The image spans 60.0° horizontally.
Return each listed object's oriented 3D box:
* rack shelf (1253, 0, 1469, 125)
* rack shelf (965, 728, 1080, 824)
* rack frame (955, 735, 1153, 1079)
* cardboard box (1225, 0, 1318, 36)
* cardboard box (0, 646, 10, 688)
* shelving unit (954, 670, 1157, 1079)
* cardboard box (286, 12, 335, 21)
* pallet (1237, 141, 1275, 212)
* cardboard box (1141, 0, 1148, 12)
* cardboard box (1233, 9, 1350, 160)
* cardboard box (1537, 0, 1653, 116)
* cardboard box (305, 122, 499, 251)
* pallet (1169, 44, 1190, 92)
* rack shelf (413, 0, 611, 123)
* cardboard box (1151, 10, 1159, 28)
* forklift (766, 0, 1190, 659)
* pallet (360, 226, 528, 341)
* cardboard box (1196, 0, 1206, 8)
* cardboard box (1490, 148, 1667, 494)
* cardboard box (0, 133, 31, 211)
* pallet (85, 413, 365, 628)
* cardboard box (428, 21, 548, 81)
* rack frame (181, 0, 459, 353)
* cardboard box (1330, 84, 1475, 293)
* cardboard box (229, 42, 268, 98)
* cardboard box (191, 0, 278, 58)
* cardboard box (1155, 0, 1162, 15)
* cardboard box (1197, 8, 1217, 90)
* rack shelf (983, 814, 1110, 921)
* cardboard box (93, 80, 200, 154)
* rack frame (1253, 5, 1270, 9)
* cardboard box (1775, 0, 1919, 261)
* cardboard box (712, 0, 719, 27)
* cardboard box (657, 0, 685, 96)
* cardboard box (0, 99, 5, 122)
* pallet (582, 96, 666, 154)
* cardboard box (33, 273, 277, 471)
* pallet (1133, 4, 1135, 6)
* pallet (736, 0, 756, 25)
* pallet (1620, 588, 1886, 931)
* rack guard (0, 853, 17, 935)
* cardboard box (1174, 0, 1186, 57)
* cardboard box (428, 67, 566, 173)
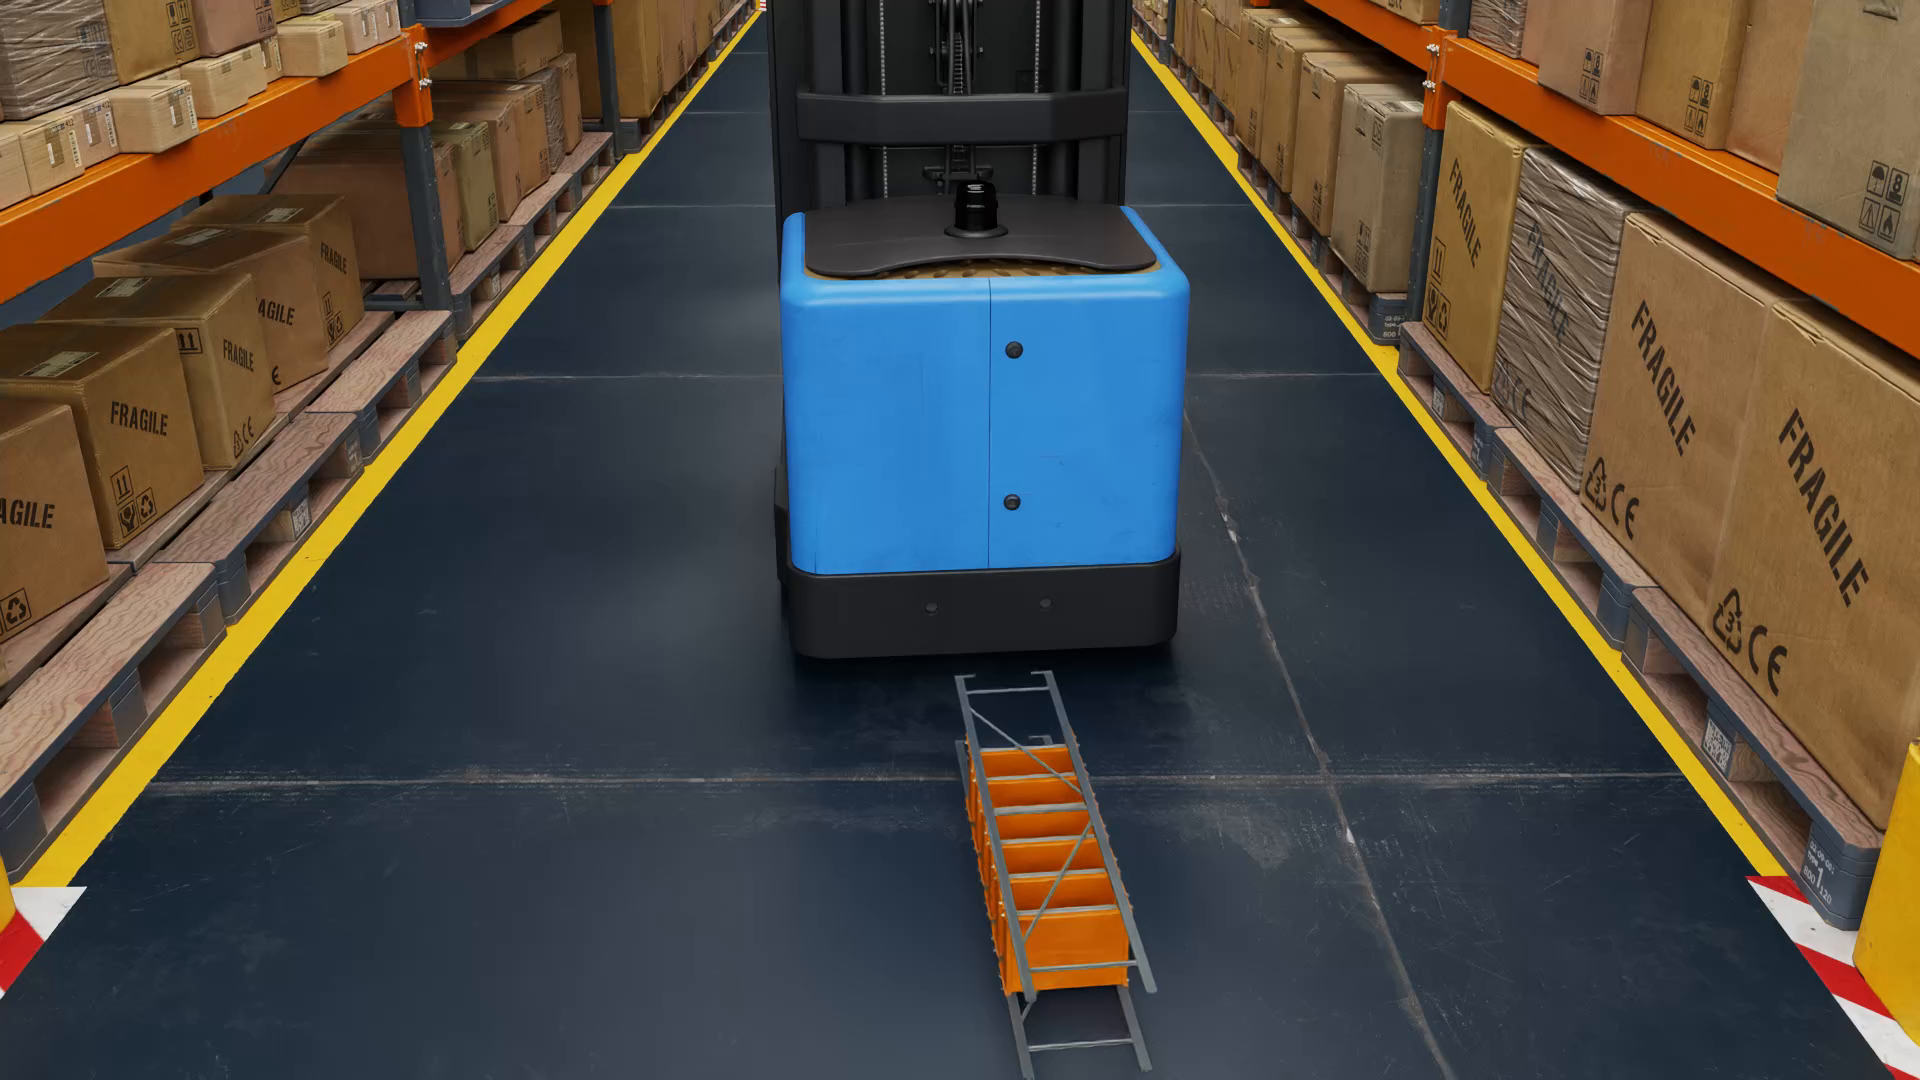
[{"bbox_3d":[2.323,-2.620,8.275,1.077,0.370,4.000,0,24,-1],"label":"rack shelf"},{"bbox_3d":[0.140,0.540,3.821,0.258,0.180,0.103,-3,24,-6],"label":"rack shelf"},{"bbox_3d":[0.171,0.740,3.601,0.240,0.006,1.200,-3,24,-6],"label":"rack frame"},{"bbox_3d":[2.031,-3.446,10.844,0.500,0.250,0.500,-1,24,-2],"label":"cardboard box"},{"bbox_3d":[-2.563,0.196,3.701,0.500,0.500,0.500,4,25,9],"label":"cardboard box"},{"bbox_3d":[0.171,0.656,3.564,0.258,0.189,1.200,-3,24,-6],"label":"shelving unit"},{"bbox_3d":[-2.384,-1.735,5.750,0.380,0.149,0.250,0,24,-1],"label":"cardboard box"},{"bbox_3d":[2.234,-2.176,9.805,1.003,0.211,1.213,0,24,-1],"label":"pallet"},{"bbox_3d":[1.930,-5.106,15.849,0.380,0.149,0.250,0,24,-1],"label":"cardboard box"},{"bbox_3d":[2.218,-2.687,9.771,1.050,0.750,0.750,-1,24,-1],"label":"cardboard box"},{"bbox_3d":[2.277,-1.590,4.944,0.875,0.550,0.550,0,24,-1],"label":"cardboard box"},{"bbox_3d":[-2.588,-1.654,7.767,0.700,0.500,0.500,0,24,-1],"label":"cardboard box"},{"bbox_3d":[2.267,-3.829,13.459,1.003,0.211,1.213,0,24,-1],"label":"pallet"},{"bbox_3d":[-2.638,-2.639,8.318,1.077,0.370,4.000,0,24,-1],"label":"rack shelf"},{"bbox_3d":[1.926,-4.688,14.926,0.380,0.149,0.250,-1,24,-2],"label":"cardboard box"},{"bbox_3d":[-0.053,-1.593,5.214,1.130,2.935,3.031,-2,24,-4],"label":"forklift"},{"bbox_3d":[-2.626,-1.193,7.632,1.003,0.211,1.213,0,24,-1],"label":"pallet"},{"bbox_3d":[2.011,-4.079,12.242,0.500,0.250,0.500,1,24,1],"label":"cardboard box"},{"bbox_3d":[2.295,-0.716,5.261,0.875,0.875,0.875,0,24,0],"label":"cardboard box"},{"bbox_3d":[-2.332,-0.808,3.701,0.380,0.149,0.250,0,24,-1],"label":"cardboard box"},{"bbox_3d":[-2.557,-0.092,5.197,1.003,0.211,1.213,0,24,-1],"label":"pallet"},{"bbox_3d":[-2.607,-2.700,9.169,0.500,0.250,0.500,2,24,5],"label":"cardboard box"},{"bbox_3d":[-2.616,-2.143,6.348,1.000,3.000,0.127,0,24,-1],"label":"rack frame"},{"bbox_3d":[2.248,-1.545,7.247,1.050,0.750,0.750,0,24,-1],"label":"cardboard box"},{"bbox_3d":[-2.356,-1.426,5.067,0.380,0.149,0.250,0,24,-1],"label":"cardboard box"},{"bbox_3d":[-2.597,-1.726,4.945,0.875,0.500,0.500,0,24,-1],"label":"cardboard box"},{"bbox_3d":[1.921,-4.688,14.564,0.380,0.149,0.250,-1,24,-3],"label":"cardboard box"},{"bbox_3d":[2.008,-3.526,11.930,0.500,0.500,0.500,-1,24,-3],"label":"cardboard box"},{"bbox_3d":[0.179,0.687,3.495,0.258,0.180,0.103,-3,24,-6],"label":"rack shelf"},{"bbox_3d":[-2.257,-1.117,4.385,0.380,0.149,0.250,0,24,-1],"label":"cardboard box"},{"bbox_3d":[2.301,-3.772,9.949,1.000,3.000,0.127,0,24,-1],"label":"rack frame"},{"bbox_3d":[2.311,-0.923,3.468,0.875,0.550,0.550,0,24,-1],"label":"cardboard box"},{"bbox_3d":[-2.631,-4.935,14.590,0.875,0.875,0.875,0,24,-1],"label":"cardboard box"},{"bbox_3d":[-2.648,-3.666,11.785,1.225,0.875,0.875,0,24,0],"label":"cardboard box"},{"bbox_3d":[-2.676,-1.108,3.577,0.875,0.500,0.500,0,24,-1],"label":"cardboard box"},{"bbox_3d":[-2.593,-2.846,11.286,1.003,0.211,1.213,0,24,-1],"label":"pallet"},{"bbox_3d":[-2.553,-0.539,5.325,0.500,0.500,0.500,-2,24,-5],"label":"cardboard box"},{"bbox_3d":[2.188,-5.431,17.003,1.003,0.211,1.213,0,24,-1],"label":"pallet"},{"bbox_3d":[-2.660,-5.488,17.128,1.003,0.211,1.213,0,24,-1],"label":"pallet"},{"bbox_3d":[2.301,0.466,3.963,1.003,0.211,1.213,0,24,-1],"label":"pallet"},{"bbox_3d":[-2.573,0.613,3.288,1.175,0.500,0.348,0,24,-1],"label":"rack guard"},{"bbox_3d":[2.000,-4.167,13.346,0.500,0.500,0.500,1,24,1],"label":"cardboard box"},{"bbox_3d":[-2.614,-2.348,9.301,0.700,0.500,0.500,-2,24,-5],"label":"cardboard box"}]
